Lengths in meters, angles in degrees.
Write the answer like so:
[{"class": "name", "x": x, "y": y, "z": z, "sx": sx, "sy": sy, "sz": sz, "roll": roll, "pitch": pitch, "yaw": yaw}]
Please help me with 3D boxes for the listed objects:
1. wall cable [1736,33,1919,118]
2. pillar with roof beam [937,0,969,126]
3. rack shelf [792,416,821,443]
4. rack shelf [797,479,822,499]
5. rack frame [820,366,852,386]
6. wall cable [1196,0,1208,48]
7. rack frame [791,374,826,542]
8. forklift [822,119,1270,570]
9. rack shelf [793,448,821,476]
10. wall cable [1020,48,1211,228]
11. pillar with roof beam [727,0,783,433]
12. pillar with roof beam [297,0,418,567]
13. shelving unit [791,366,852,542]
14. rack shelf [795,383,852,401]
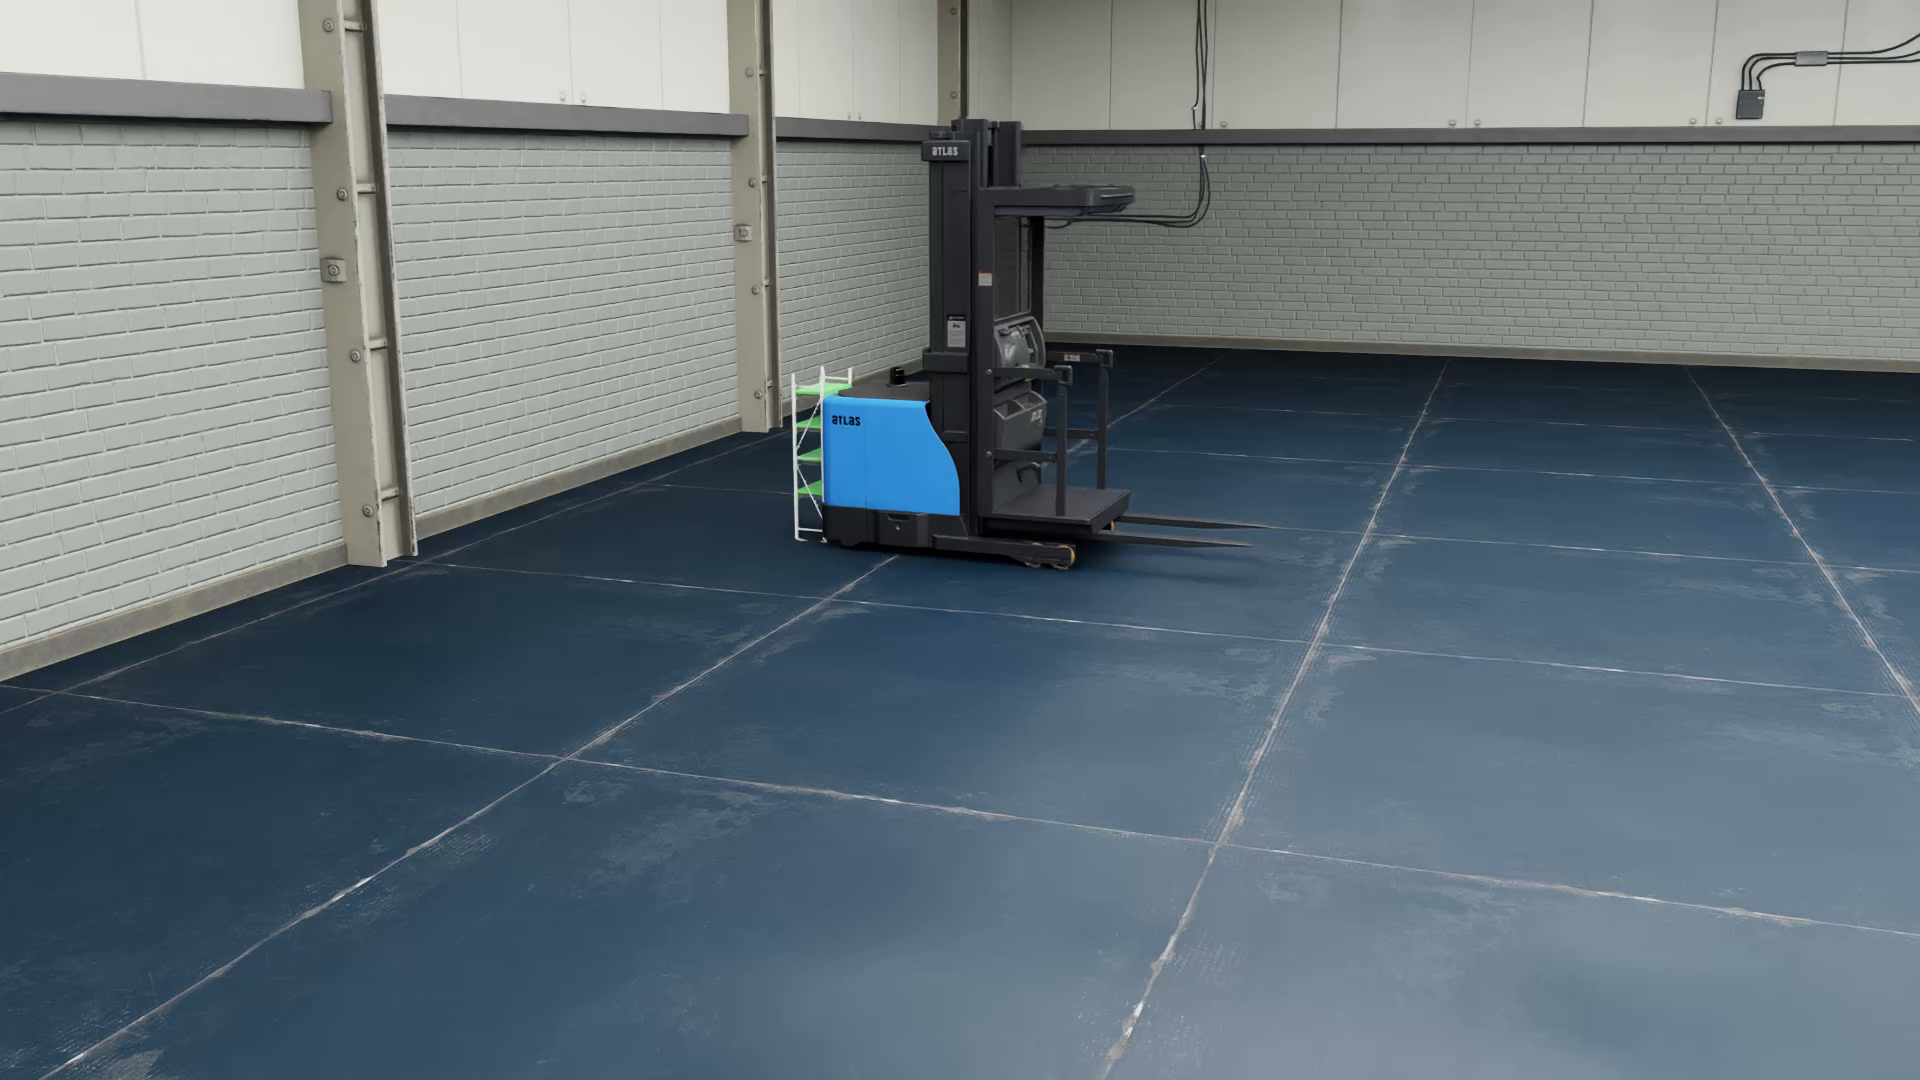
[{"class": "wall cable", "x": 11.095, "y": -8.280, "z": 20.400, "sx": 2.305, "sy": 6.003, "sz": 0.169, "roll": 4, "pitch": 14, "yaw": 18}, {"class": "pillar with roof beam", "x": 3.986, "y": -6.474, "z": 20.129, "sx": 9.100, "sy": 9.000, "sz": 0.400, "roll": 4, "pitch": 14, "yaw": 18}, {"class": "rack shelf", "x": -0.990, "y": -0.800, "z": 12.007, "sx": 0.258, "sy": 0.148, "sz": 0.480, "roll": 5, "pitch": 14, "yaw": 20}, {"class": "rack shelf", "x": -0.990, "y": -0.332, "z": 12.114, "sx": 0.258, "sy": 0.148, "sz": 0.480, "roll": 5, "pitch": 14, "yaw": 20}, {"class": "rack frame", "x": -0.906, "y": -0.680, "z": 12.270, "sx": 0.240, "sy": 1.200, "sz": 0.015, "roll": 5, "pitch": 14, "yaw": 20}, {"class": "wall cable", "x": 4.677, "y": -8.062, "z": 22.717, "sx": 3.097, "sy": 2.526, "sz": 0.112, "roll": 4, "pitch": 14, "yaw": 18}, {"class": "rack frame", "x": -1.074, "y": -0.578, "z": 11.823, "sx": 0.240, "sy": 1.200, "sz": 0.015, "roll": 5, "pitch": 14, "yaw": 20}, {"class": "forklift", "x": 0.597, "y": -1.363, "z": 11.373, "sx": 3.031, "sy": 2.935, "sz": 1.130, "roll": 5, "pitch": 14, "yaw": 20}, {"class": "rack shelf", "x": -0.990, "y": -0.566, "z": 12.060, "sx": 0.258, "sy": 0.148, "sz": 0.480, "roll": 5, "pitch": 14, "yaw": 20}, {"class": "wall cable", "x": 2.117, "y": -5.795, "z": 24.133, "sx": 3.097, "sy": 2.526, "sz": 0.112, "roll": 4, "pitch": 14, "yaw": 18}, {"class": "pillar with roof beam", "x": 2.045, "y": -5.211, "z": 14.594, "sx": 9.100, "sy": 9.000, "sz": 0.400, "roll": 4, "pitch": 14, "yaw": 18}, {"class": "pillar with roof beam", "x": 0.103, "y": -3.947, "z": 9.059, "sx": 9.100, "sy": 9.000, "sz": 0.400, "roll": 4, "pitch": 14, "yaw": 18}, {"class": "shelving unit", "x": -0.990, "y": -0.629, "z": 12.046, "sx": 0.258, "sy": 1.200, "sz": 0.503, "roll": 5, "pitch": 14, "yaw": 20}, {"class": "rack shelf", "x": -0.990, "y": -1.034, "z": 11.954, "sx": 0.258, "sy": 0.148, "sz": 0.480, "roll": 5, "pitch": 14, "yaw": 20}]
